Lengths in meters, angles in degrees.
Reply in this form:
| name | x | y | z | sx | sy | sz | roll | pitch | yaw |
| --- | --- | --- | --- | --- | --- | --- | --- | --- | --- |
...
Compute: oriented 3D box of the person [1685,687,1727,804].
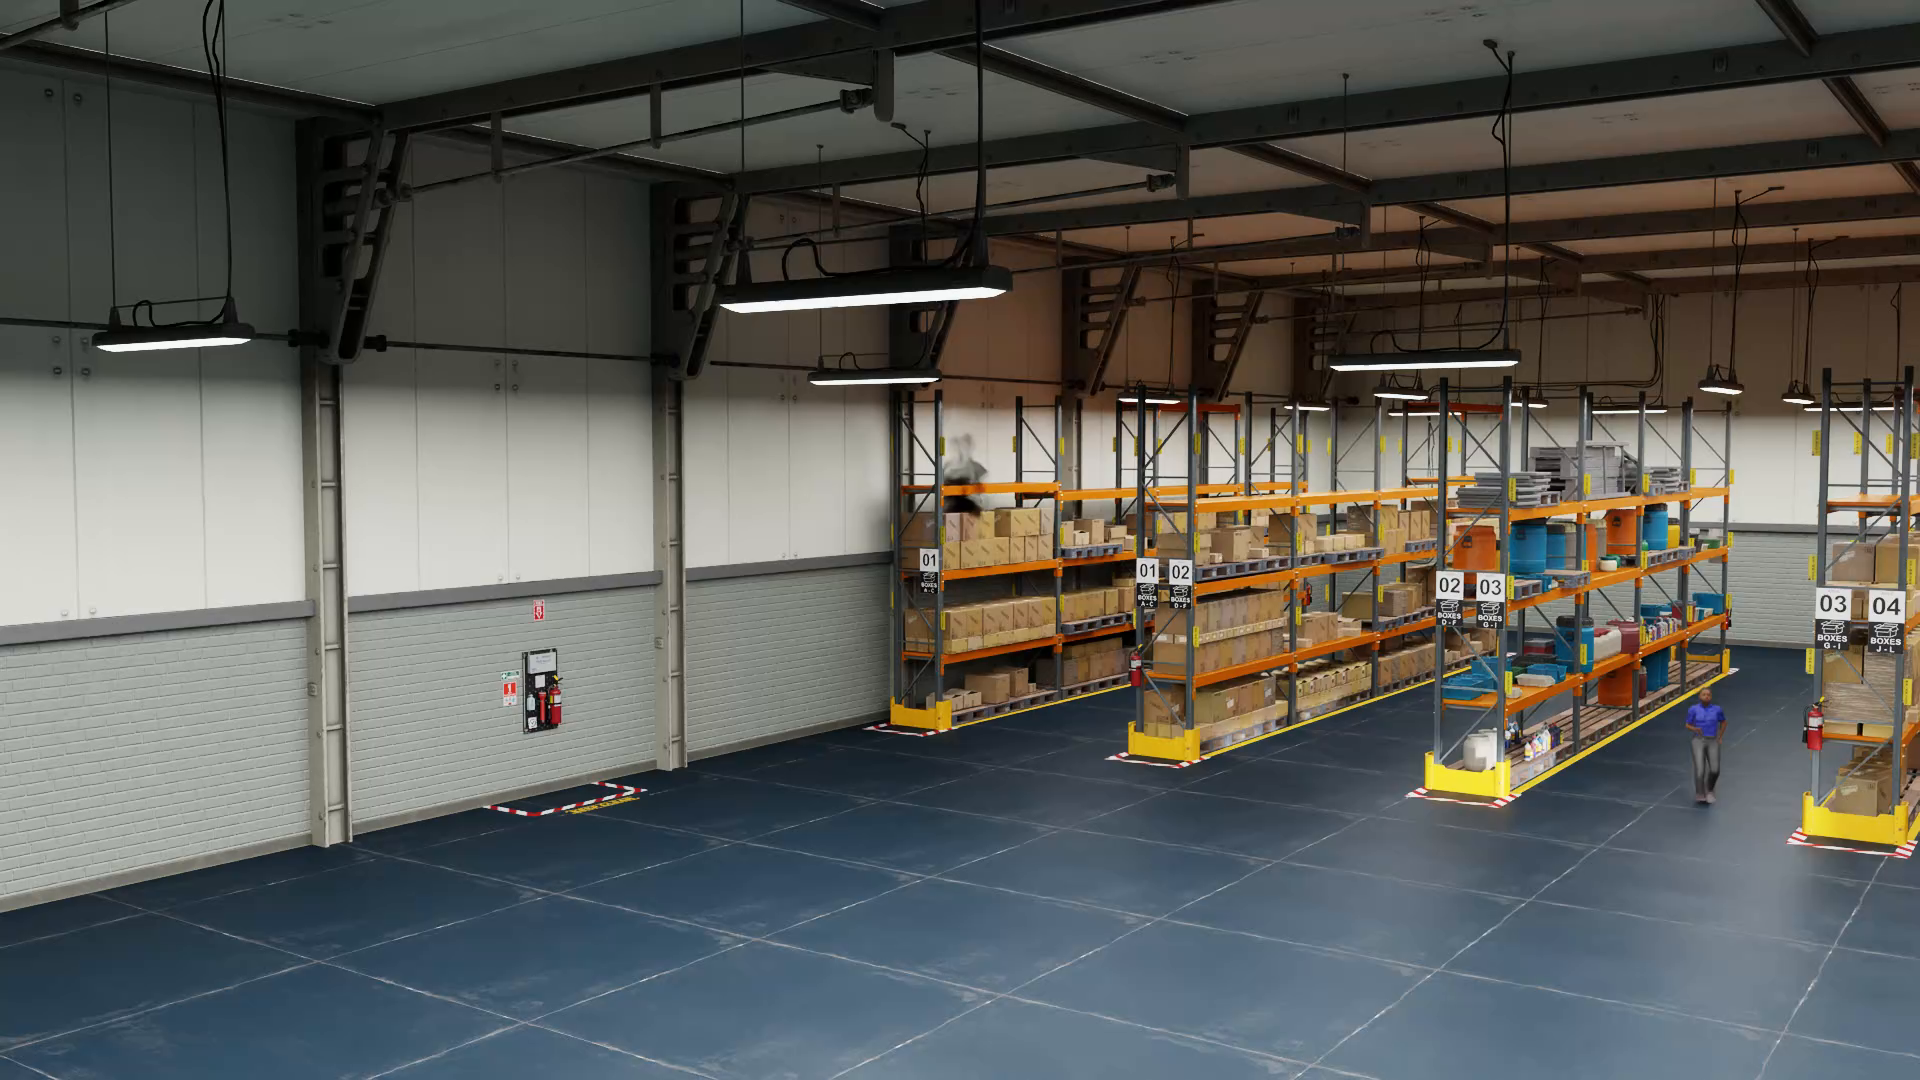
| name | x | y | z | sx | sy | sz | roll | pitch | yaw |
| --- | --- | --- | --- | --- | --- | --- | --- | --- | --- |
| person | 10.424 | 2.884 | 23.216 | 0.560 | 1.629 | 0.605 | 1 | 3 | 17 |
